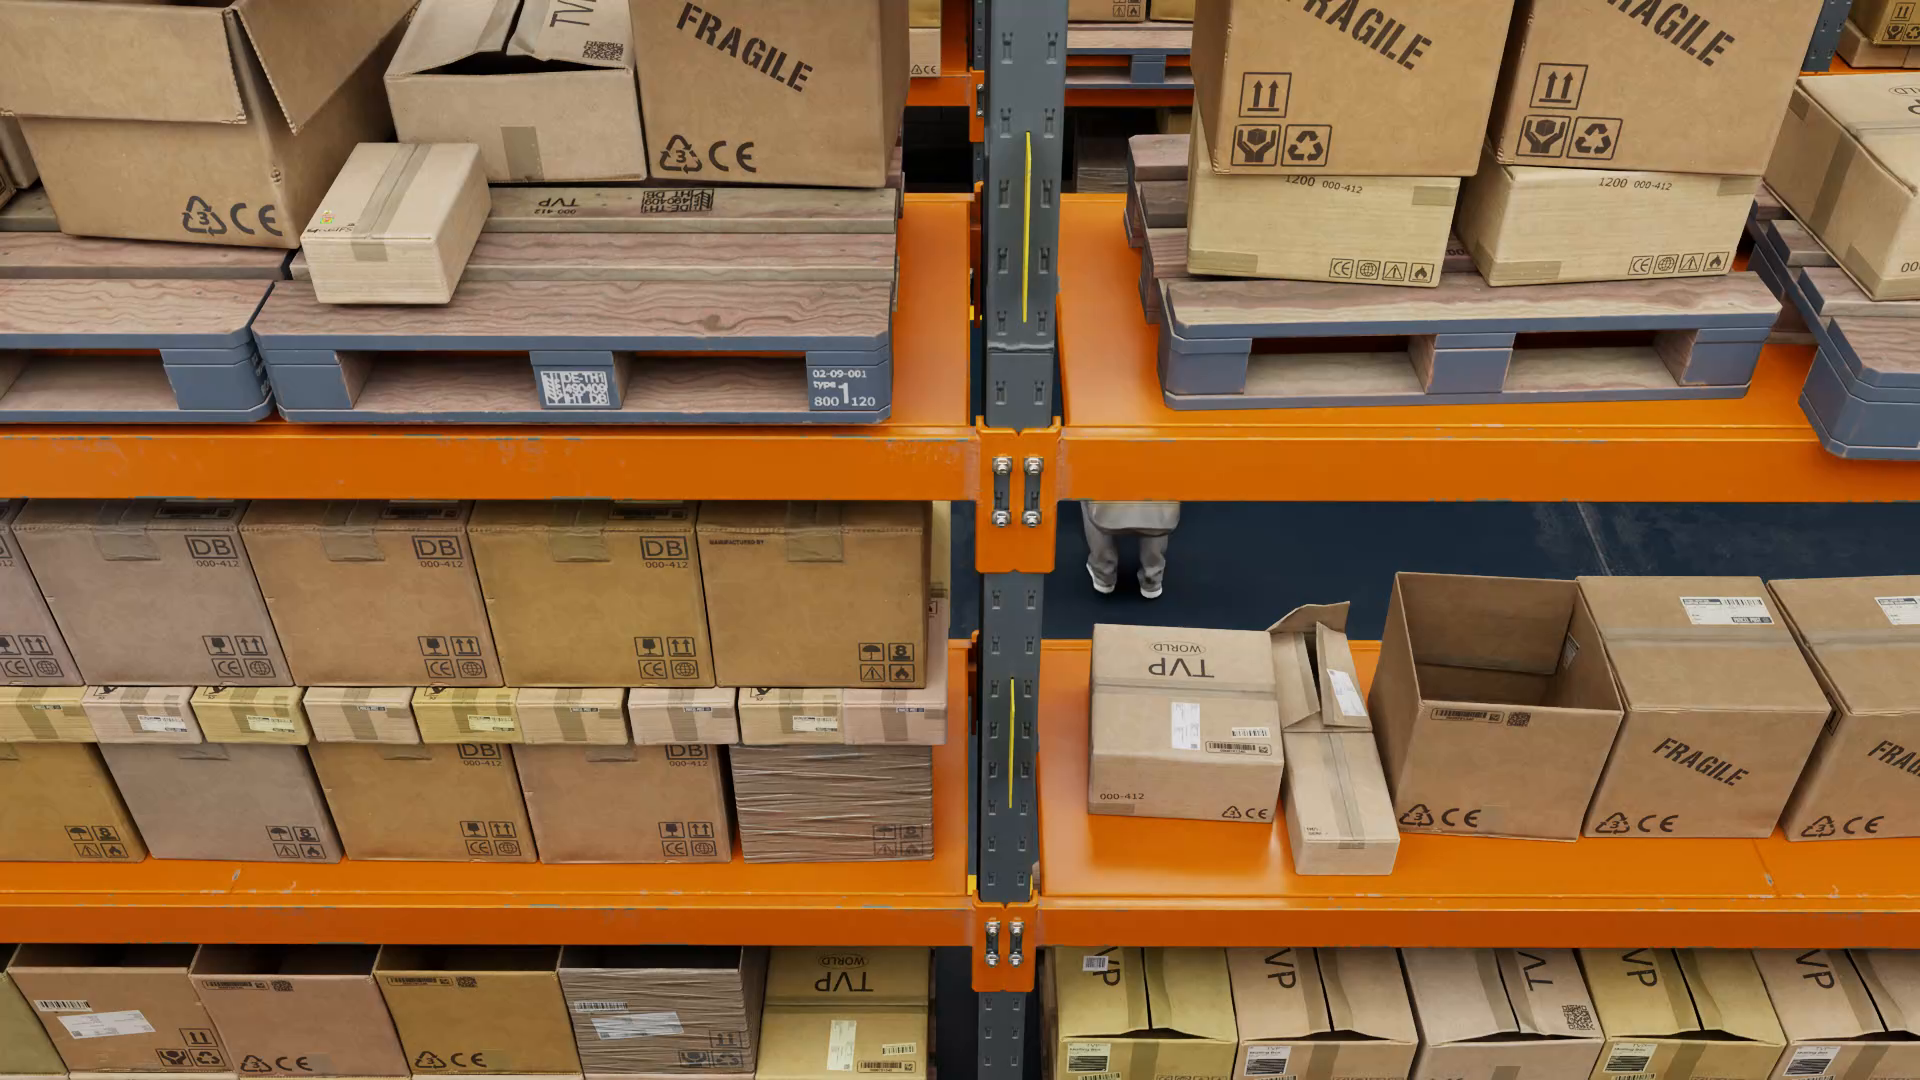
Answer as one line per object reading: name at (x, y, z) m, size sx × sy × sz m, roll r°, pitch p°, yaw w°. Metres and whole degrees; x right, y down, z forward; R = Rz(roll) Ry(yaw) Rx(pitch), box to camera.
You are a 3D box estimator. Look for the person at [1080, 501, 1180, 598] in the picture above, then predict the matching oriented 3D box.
person at (0.684, -0.240, 6.940) m, size 0.454 × 0.966 × 0.767 m, roll 0°, pitch 40°, yaw 0°
